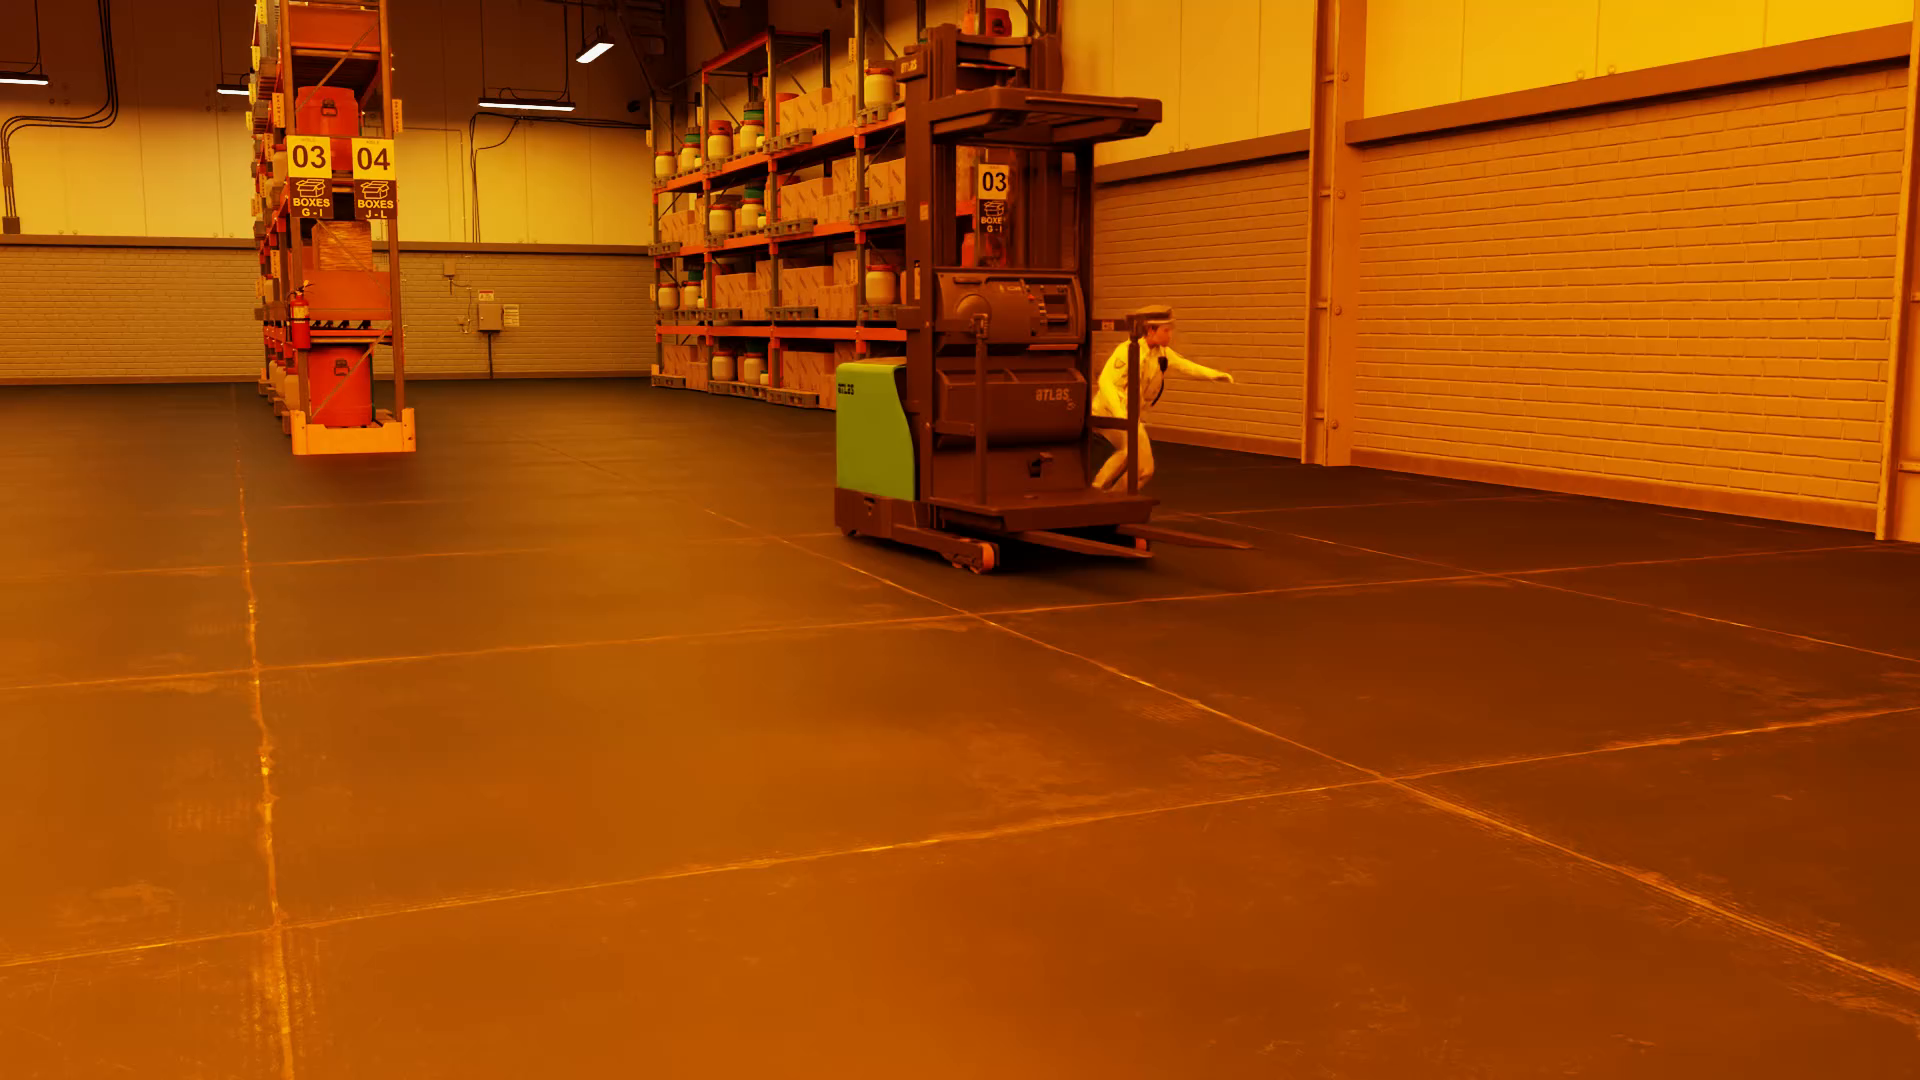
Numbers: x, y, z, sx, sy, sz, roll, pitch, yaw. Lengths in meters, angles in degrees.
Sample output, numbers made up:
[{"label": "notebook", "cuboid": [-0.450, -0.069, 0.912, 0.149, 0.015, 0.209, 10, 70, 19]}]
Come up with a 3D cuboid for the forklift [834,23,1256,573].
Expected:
[{"label": "forklift", "cuboid": [0.402, -1.344, 9.136, 1.130, 2.935, 3.031, -4, 9, -30]}]

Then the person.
[{"label": "person", "cuboid": [1.146, -0.757, 10.443, 0.868, 1.425, 1.105, 6, 10, 38]}]
